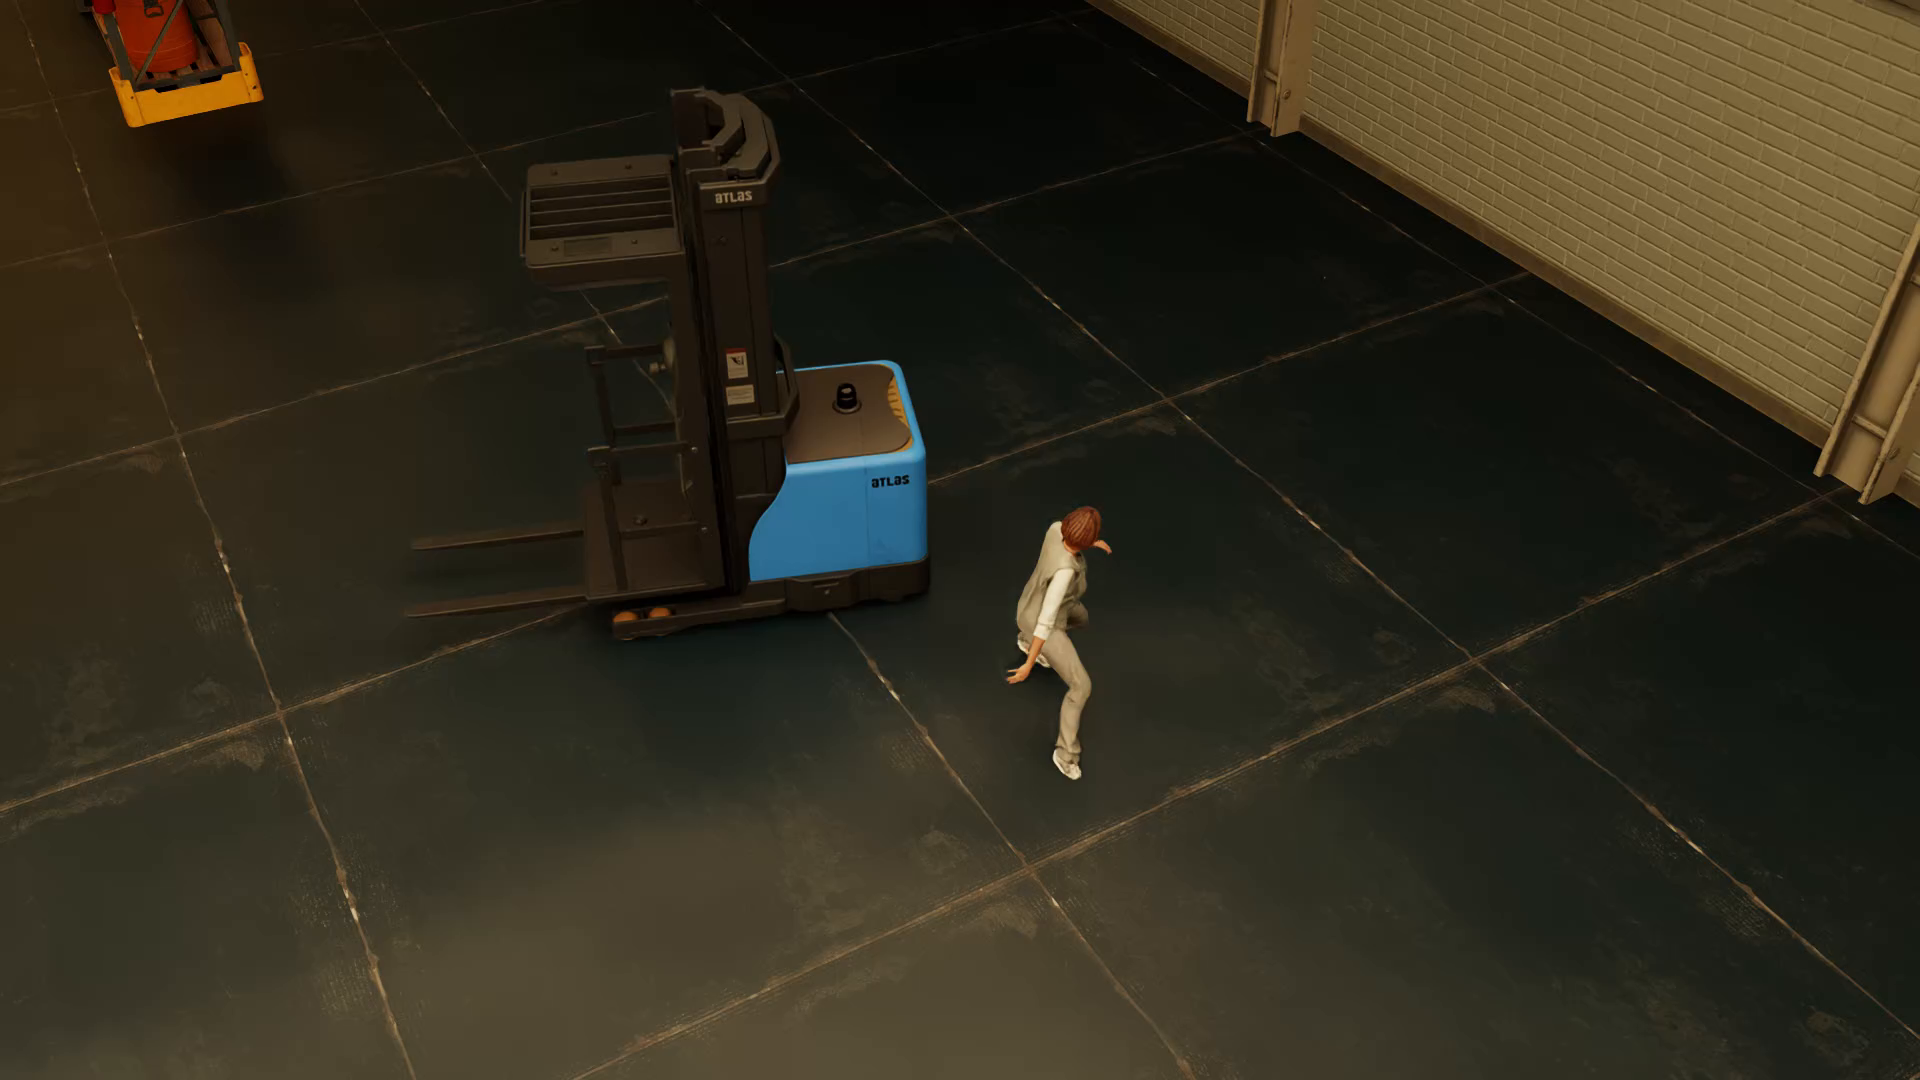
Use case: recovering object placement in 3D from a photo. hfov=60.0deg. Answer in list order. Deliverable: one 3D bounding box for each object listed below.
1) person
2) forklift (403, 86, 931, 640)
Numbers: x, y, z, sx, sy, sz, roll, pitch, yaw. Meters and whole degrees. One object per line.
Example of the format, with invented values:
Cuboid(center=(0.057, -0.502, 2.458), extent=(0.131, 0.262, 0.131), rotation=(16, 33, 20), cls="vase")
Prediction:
Cuboid(center=(0.503, 0.461, 8.713), extent=(0.496, 1.521, 0.985), rotation=(5, 40, 6), cls="person")
Cuboid(center=(-1.744, -0.915, 9.139), extent=(3.031, 2.935, 1.130), rotation=(-7, 40, -8), cls="forklift")
